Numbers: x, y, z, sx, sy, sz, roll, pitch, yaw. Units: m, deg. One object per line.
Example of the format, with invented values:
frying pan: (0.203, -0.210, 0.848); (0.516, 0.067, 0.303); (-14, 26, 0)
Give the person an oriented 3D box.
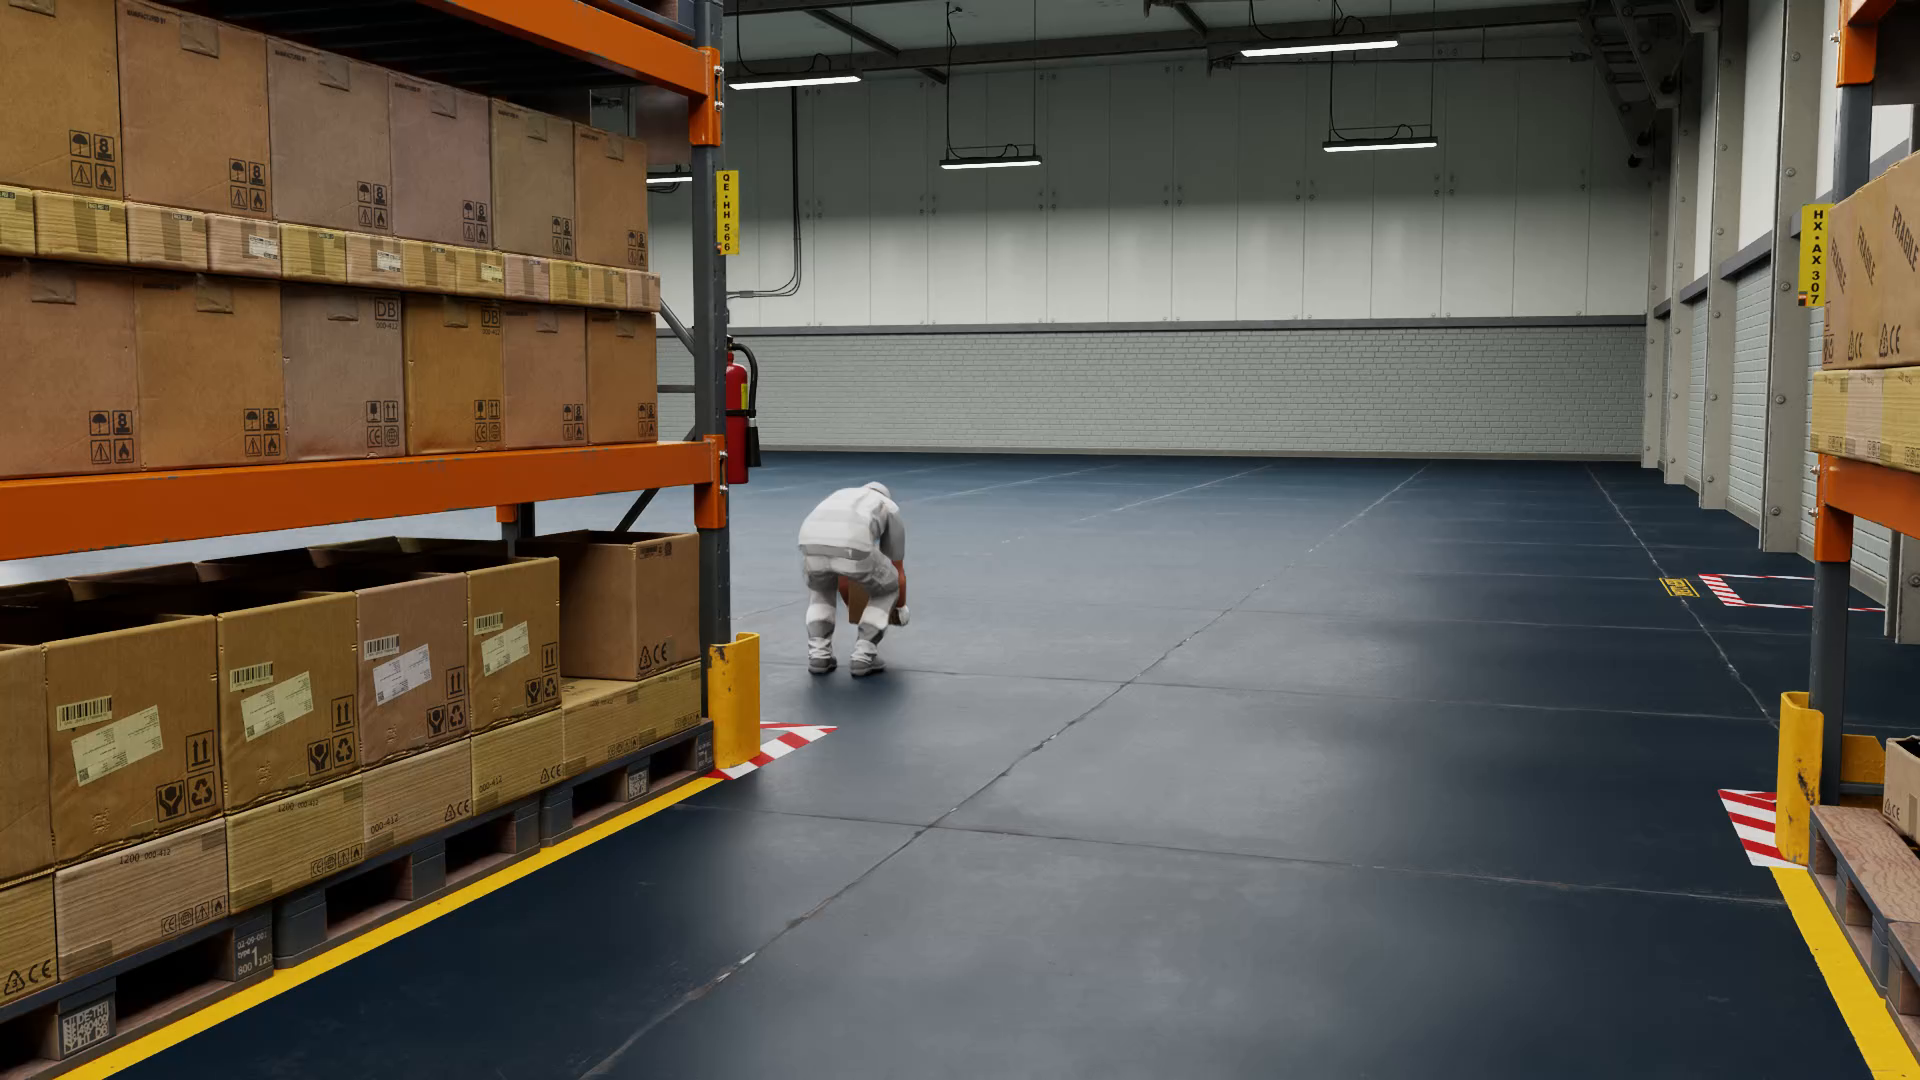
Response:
person: (-0.573, 0.199, 9.053); (0.536, 0.991, 0.953); (1, 5, 16)
